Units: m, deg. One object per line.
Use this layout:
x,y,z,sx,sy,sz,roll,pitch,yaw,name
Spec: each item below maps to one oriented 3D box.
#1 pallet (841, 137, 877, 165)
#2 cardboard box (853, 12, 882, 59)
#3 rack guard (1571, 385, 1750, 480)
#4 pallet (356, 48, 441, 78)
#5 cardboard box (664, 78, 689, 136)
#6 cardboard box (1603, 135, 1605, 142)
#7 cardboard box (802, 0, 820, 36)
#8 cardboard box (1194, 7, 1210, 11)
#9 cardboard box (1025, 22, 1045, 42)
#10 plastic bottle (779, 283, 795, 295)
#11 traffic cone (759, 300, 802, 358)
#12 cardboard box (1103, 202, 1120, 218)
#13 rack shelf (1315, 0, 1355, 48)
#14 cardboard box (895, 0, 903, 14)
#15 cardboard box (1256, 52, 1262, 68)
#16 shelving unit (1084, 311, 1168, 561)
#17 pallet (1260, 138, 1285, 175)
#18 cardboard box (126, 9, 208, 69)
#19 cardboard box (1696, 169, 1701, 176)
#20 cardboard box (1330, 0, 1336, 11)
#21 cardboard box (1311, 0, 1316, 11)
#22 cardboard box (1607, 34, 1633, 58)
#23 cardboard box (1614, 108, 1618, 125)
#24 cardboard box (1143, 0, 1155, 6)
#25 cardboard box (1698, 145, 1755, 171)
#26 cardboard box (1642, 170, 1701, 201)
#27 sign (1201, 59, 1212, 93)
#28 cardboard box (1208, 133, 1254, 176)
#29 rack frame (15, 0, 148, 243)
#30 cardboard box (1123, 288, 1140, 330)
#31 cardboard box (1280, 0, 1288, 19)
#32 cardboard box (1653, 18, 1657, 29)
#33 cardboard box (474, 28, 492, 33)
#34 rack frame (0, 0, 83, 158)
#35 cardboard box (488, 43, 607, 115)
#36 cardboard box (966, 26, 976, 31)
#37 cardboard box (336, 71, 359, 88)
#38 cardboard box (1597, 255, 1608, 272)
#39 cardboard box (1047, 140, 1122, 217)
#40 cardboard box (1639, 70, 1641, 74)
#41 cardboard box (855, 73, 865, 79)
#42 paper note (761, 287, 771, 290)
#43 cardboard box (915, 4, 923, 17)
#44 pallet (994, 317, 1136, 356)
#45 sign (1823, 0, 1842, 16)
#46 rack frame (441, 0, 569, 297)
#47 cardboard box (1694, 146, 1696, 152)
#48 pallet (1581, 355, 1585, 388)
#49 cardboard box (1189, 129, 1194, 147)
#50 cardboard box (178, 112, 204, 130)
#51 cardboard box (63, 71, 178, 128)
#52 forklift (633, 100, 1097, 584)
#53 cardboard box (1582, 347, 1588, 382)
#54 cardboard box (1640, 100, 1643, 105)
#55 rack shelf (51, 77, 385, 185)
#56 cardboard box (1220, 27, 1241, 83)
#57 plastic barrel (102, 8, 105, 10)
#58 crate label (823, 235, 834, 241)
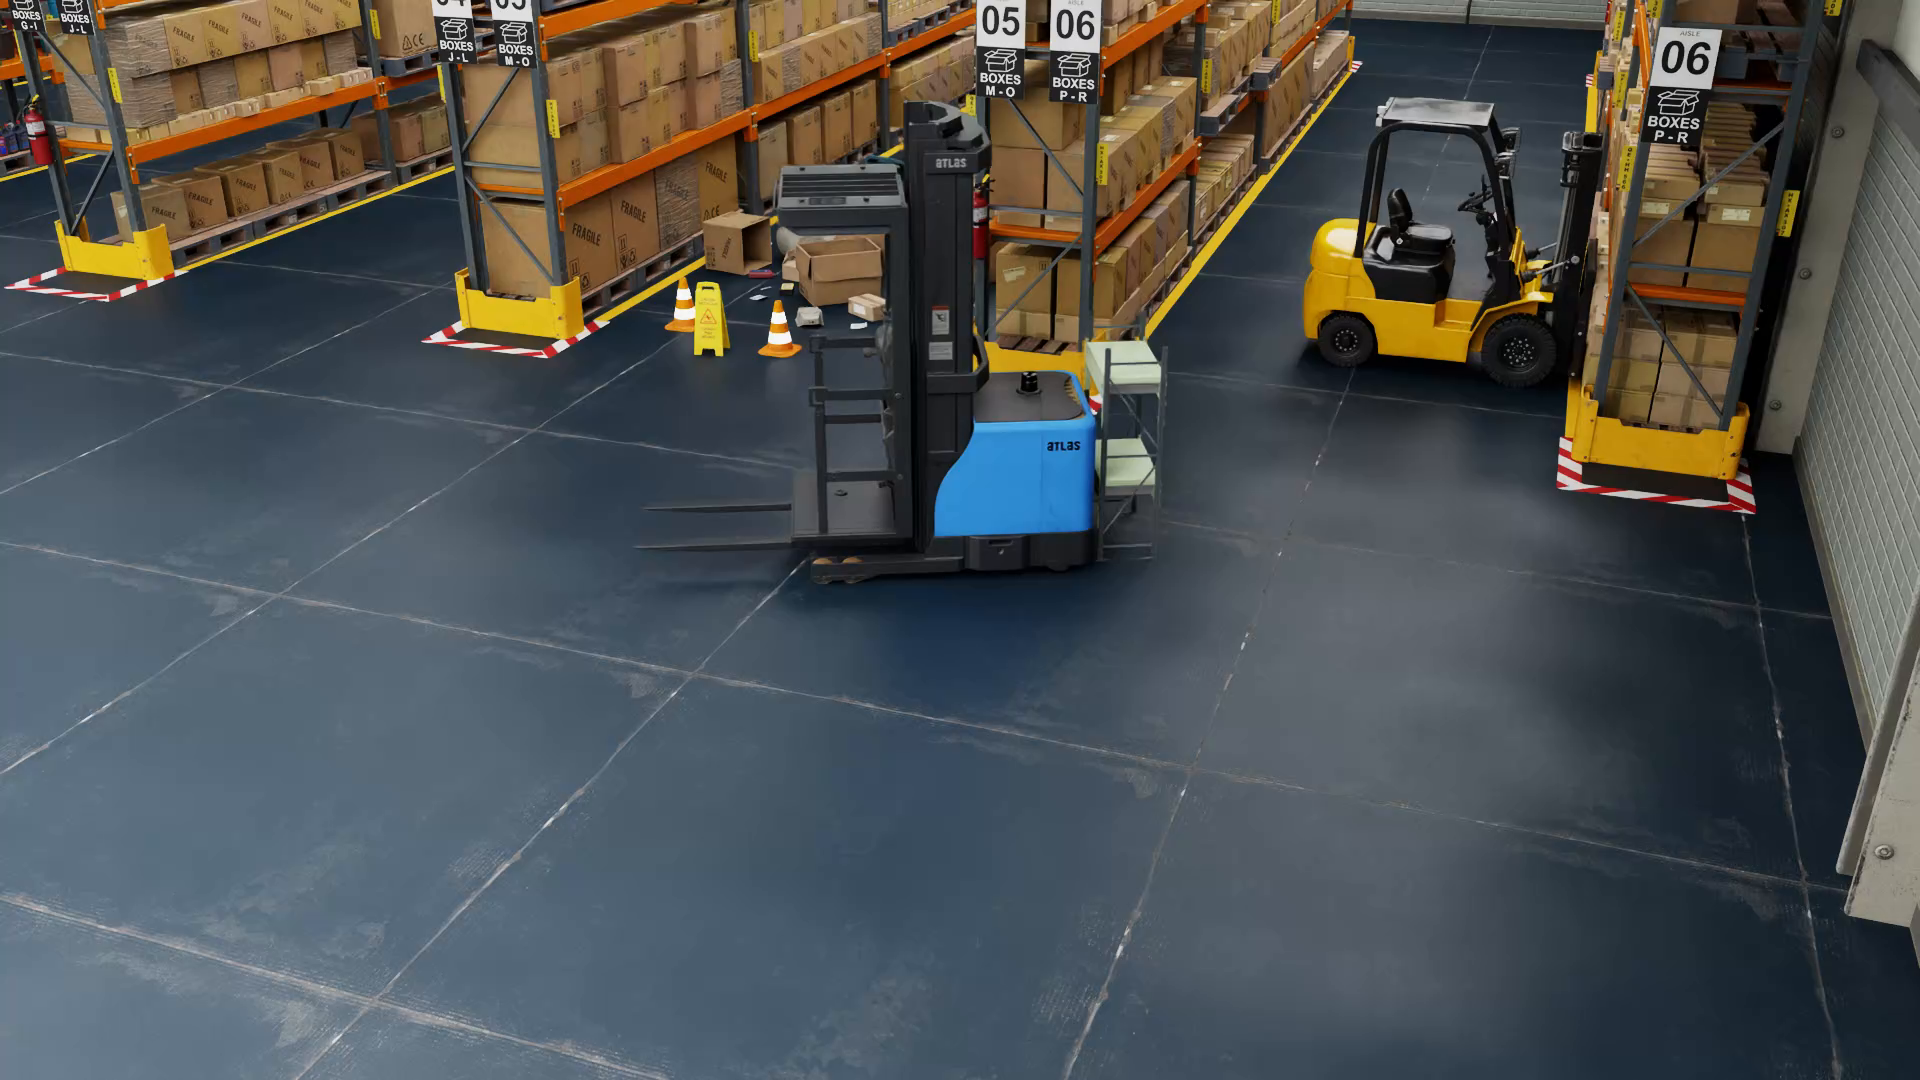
-1.759,-5.069,21.701,1.003,0.211,1.213,9,27,17,pallet
-1.323,-6.458,21.256,0.500,0.500,0.500,9,27,17,cardboard box
5.287,-0.820,12.594,1.175,0.500,0.348,9,27,17,rack guard
-7.009,-5.961,20.563,1.003,0.211,1.213,9,27,17,pallet
-3.321,-4.474,17.099,0.875,0.550,0.550,9,27,17,cardboard box
8.244,-4.931,20.603,0.500,0.500,0.500,10,28,20,cardboard box
-2.090,-6.320,19.823,0.700,0.500,0.500,8,27,17,cardboard box
2.741,-5.962,19.408,0.500,0.500,0.500,10,28,20,cardboard box
0.468,-4.098,13.341,0.380,0.149,0.250,9,27,18,cardboard box
-1.722,-2.511,16.590,0.133,0.061,0.283,0,26,-1,plastic bottle
-1.620,-1.917,14.901,0.336,0.463,0.334,9,27,17,traffic cone
1.157,-2.873,14.254,0.380,0.149,0.250,8,27,16,cardboard box
5.272,-8.103,25.593,1.077,0.370,4.000,9,27,17,rack shelf
-0.987,-7.128,22.219,0.380,0.149,0.250,10,28,20,cardboard box
3.326,-5.637,19.481,0.380,0.149,0.250,9,27,17,cardboard box
1.090,-0.703,11.204,0.431,1.500,0.755,-2,26,-5,shelving unit
3.609,-5.019,21.598,1.003,0.211,1.213,9,27,17,pallet
-8.119,-5.130,17.024,0.500,0.500,0.500,9,27,17,cardboard box
6.214,-2.794,13.688,0.500,0.500,0.500,9,27,18,cardboard box
5.353,-8.214,24.882,0.500,0.500,0.500,9,27,18,cardboard box
4.689,-7.546,23.215,0.500,0.250,0.500,9,27,17,cardboard box
8.003,-5.845,19.793,0.500,0.250,0.500,7,27,15,cardboard box
6.713,-4.208,16.321,0.500,0.250,0.500,8,27,16,cardboard box
1.357,-4.679,14.085,0.500,0.250,0.500,10,27,19,cardboard box
5.963,-2.958,12.940,0.380,0.149,0.250,10,27,19,cardboard box
5.216,-2.604,12.209,0.380,0.149,0.250,9,27,18,cardboard box
2.459,-4.631,16.604,0.100,0.325,0.005,9,27,17,sign
3.078,-4.737,20.348,0.950,0.372,0.625,7,27,14,cardboard box
-8.732,-4.111,16.521,1.000,3.000,0.127,9,27,17,rack frame
1.320,-2.125,15.094,0.500,0.250,0.500,10,27,19,cardboard box
3.826,-6.829,20.873,0.500,0.500,0.500,9,27,18,cardboard box
5.285,-3.811,12.152,0.380,0.149,0.250,8,27,16,cardboard box
-6.370,-6.802,21.753,0.396,0.266,0.258,8,27,16,cardboard box
-12.071,-6.473,21.400,1.000,3.000,0.127,9,27,17,rack frame
-3.832,-4.290,15.480,0.875,0.550,0.550,9,27,17,cardboard box
0.322,-8.389,27.464,0.380,0.149,0.250,9,27,18,cardboard box
-7.287,-5.409,19.491,0.380,0.149,0.250,9,27,17,cardboard box
5.653,-2.218,14.138,0.500,0.250,0.500,8,27,16,cardboard box
1.033,-3.007,13.786,0.500,0.500,0.500,8,27,17,cardboard box
6.928,-4.638,16.751,0.380,0.149,0.250,9,27,18,cardboard box
-1.446,-6.358,22.689,0.500,0.250,0.500,8,27,16,cardboard box
-1.948,-2.526,16.679,0.123,0.001,0.032,-20,33,-36,paper note
-0.733,-7.310,22.936,0.380,0.149,0.250,10,27,19,cardboard box
0.942,-1.778,14.904,1.003,0.211,1.213,9,27,17,pallet
5.817,-3.651,11.037,0.100,0.325,0.005,9,27,17,sign
-4.088,-3.350,14.950,1.000,3.000,0.127,9,27,17,rack frame
6.336,-3.236,13.855,0.380,0.149,0.250,8,27,17,cardboard box
5.918,-1.520,14.371,1.003,0.211,1.213,9,27,17,pallet
2.125,-4.028,16.639,0.380,0.149,0.250,8,27,17,cardboard box
-8.150,-4.386,17.379,0.380,0.149,0.250,9,27,17,cardboard box
-8.523,-4.512,16.893,0.875,0.500,0.500,9,27,17,cardboard box
-0.656,-1.270,10.732,3.031,2.935,1.130,-2,26,-4,forklift
5.328,-1.349,13.490,0.500,0.250,0.500,9,27,17,cardboard box
6.162,-3.755,14.587,0.380,0.149,0.250,8,27,16,cardboard box
-8.066,-4.609,18.376,1.077,0.370,4.000,9,27,17,rack shelf
2.714,-5.243,17.923,0.500,0.500,0.500,9,27,17,cardboard box
-11.546,-6.895,22.117,0.433,0.535,0.433,0,26,0,plastic barrel
-1.469,-3.198,17.921,0.298,0.136,0.250,-9,27,-18,crate label
